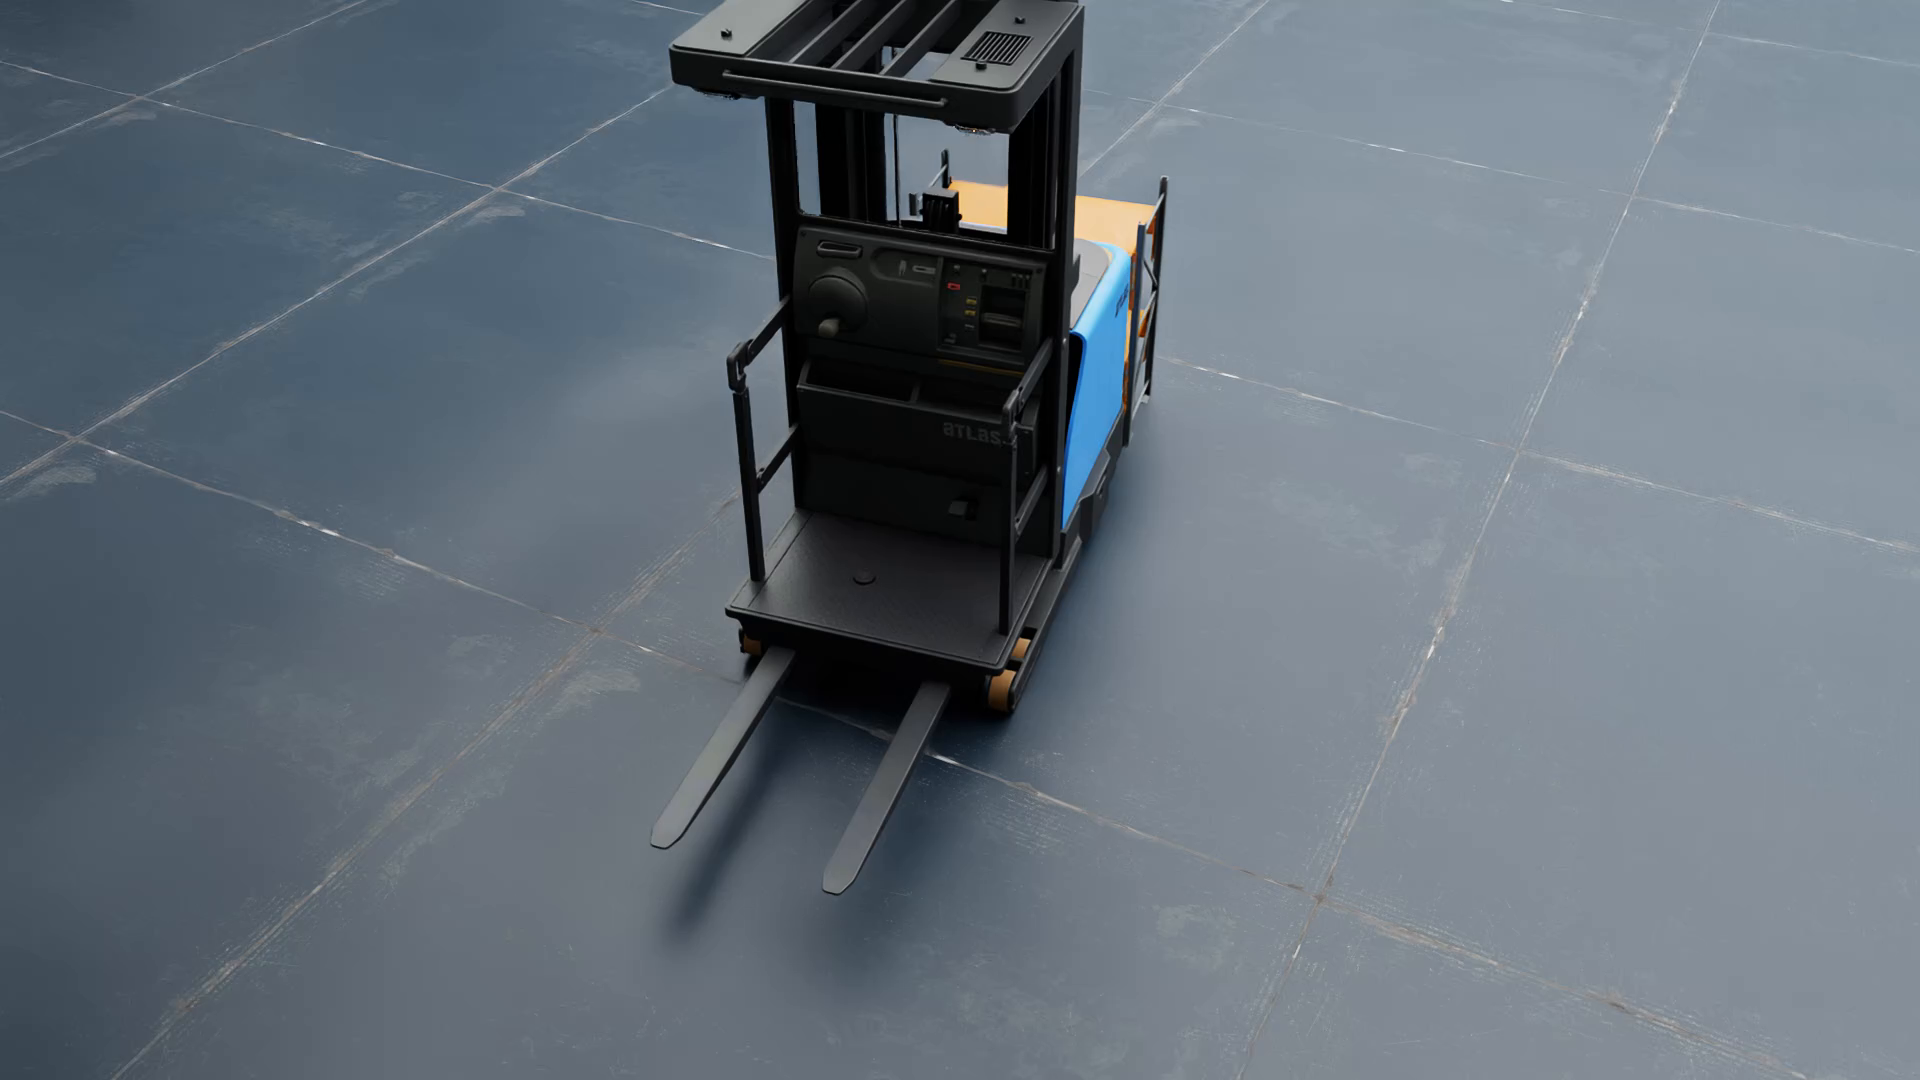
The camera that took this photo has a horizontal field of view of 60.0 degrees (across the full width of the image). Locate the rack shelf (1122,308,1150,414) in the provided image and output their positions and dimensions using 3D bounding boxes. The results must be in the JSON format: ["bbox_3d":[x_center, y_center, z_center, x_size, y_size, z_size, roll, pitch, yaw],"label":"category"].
[{"bbox_3d":[0.354,-0.922,7.811,1.000,0.278,0.538,11,38,14],"label":"rack shelf"}]

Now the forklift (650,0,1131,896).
[{"bbox_3d":[-0.218,-0.796,5.747,1.130,2.935,3.031,11,39,15],"label":"forklift"}]

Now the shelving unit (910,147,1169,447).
[{"bbox_3d":[0.354,-1.117,7.664,1.048,1.125,0.538,11,38,14],"label":"shelving unit"}]

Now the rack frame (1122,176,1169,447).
[{"bbox_3d":[0.839,-1.025,7.541,0.032,1.125,0.500,11,38,14],"label":"rack frame"}]

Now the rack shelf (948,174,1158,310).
[{"bbox_3d":[0.354,-1.351,7.487,1.000,0.278,0.538,11,38,14],"label":"rack shelf"}]

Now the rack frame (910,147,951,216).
[{"bbox_3d":[-0.130,-1.210,7.786,0.032,1.125,0.500,11,38,14],"label":"rack frame"}]
